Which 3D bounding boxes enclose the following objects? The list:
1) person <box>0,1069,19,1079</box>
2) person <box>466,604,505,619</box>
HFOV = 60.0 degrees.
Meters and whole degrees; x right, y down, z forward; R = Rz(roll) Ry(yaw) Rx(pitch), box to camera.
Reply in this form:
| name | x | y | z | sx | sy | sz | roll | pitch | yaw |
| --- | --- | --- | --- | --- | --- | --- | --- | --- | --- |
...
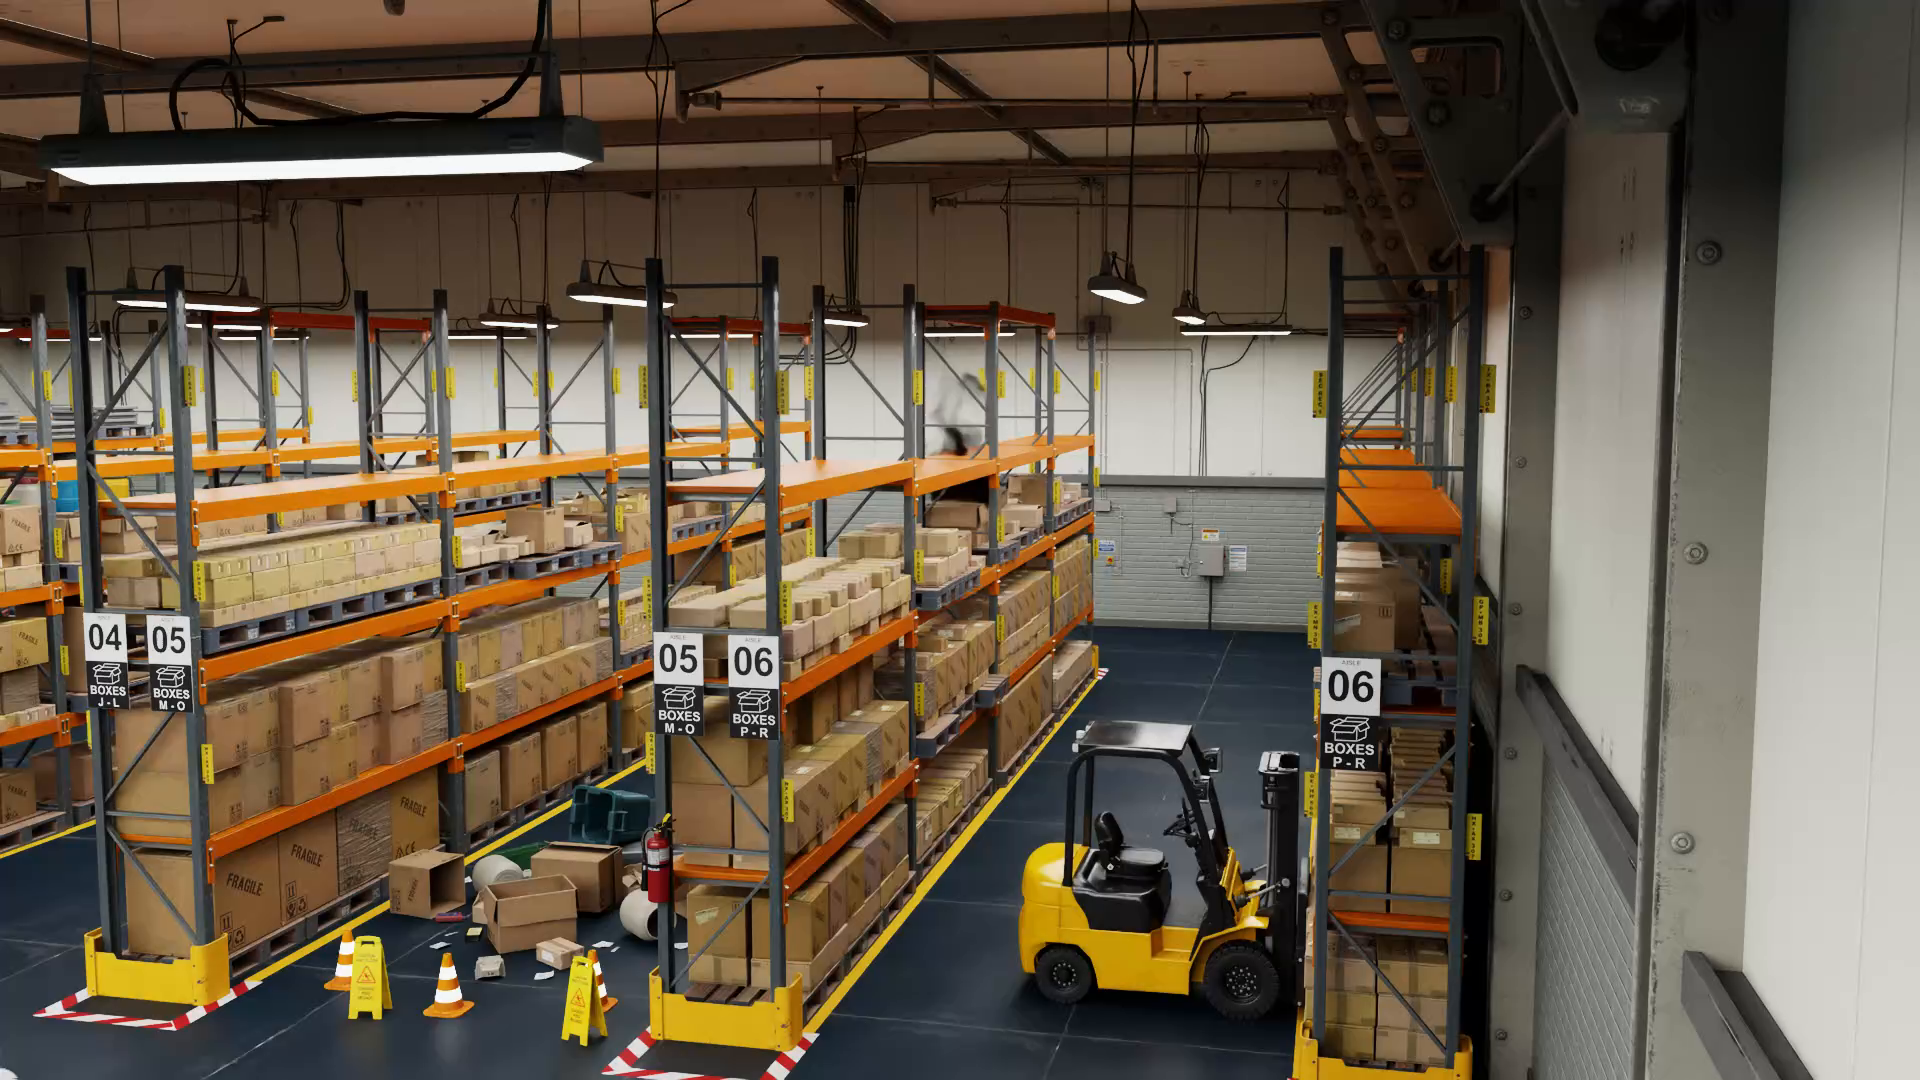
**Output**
| name | x | y | z | sx | sy | sz | roll | pitch | yaw |
| --- | --- | --- | --- | --- | --- | --- | --- | --- | --- |
| person | -4.642 | 3.471 | 8.085 | 0.632 | 1.829 | 0.754 | -5 | 7 | -38 |
| person | -7.294 | 1.777 | 25.647 | 0.696 | 1.621 | 0.917 | 1 | 6 | 8 |
